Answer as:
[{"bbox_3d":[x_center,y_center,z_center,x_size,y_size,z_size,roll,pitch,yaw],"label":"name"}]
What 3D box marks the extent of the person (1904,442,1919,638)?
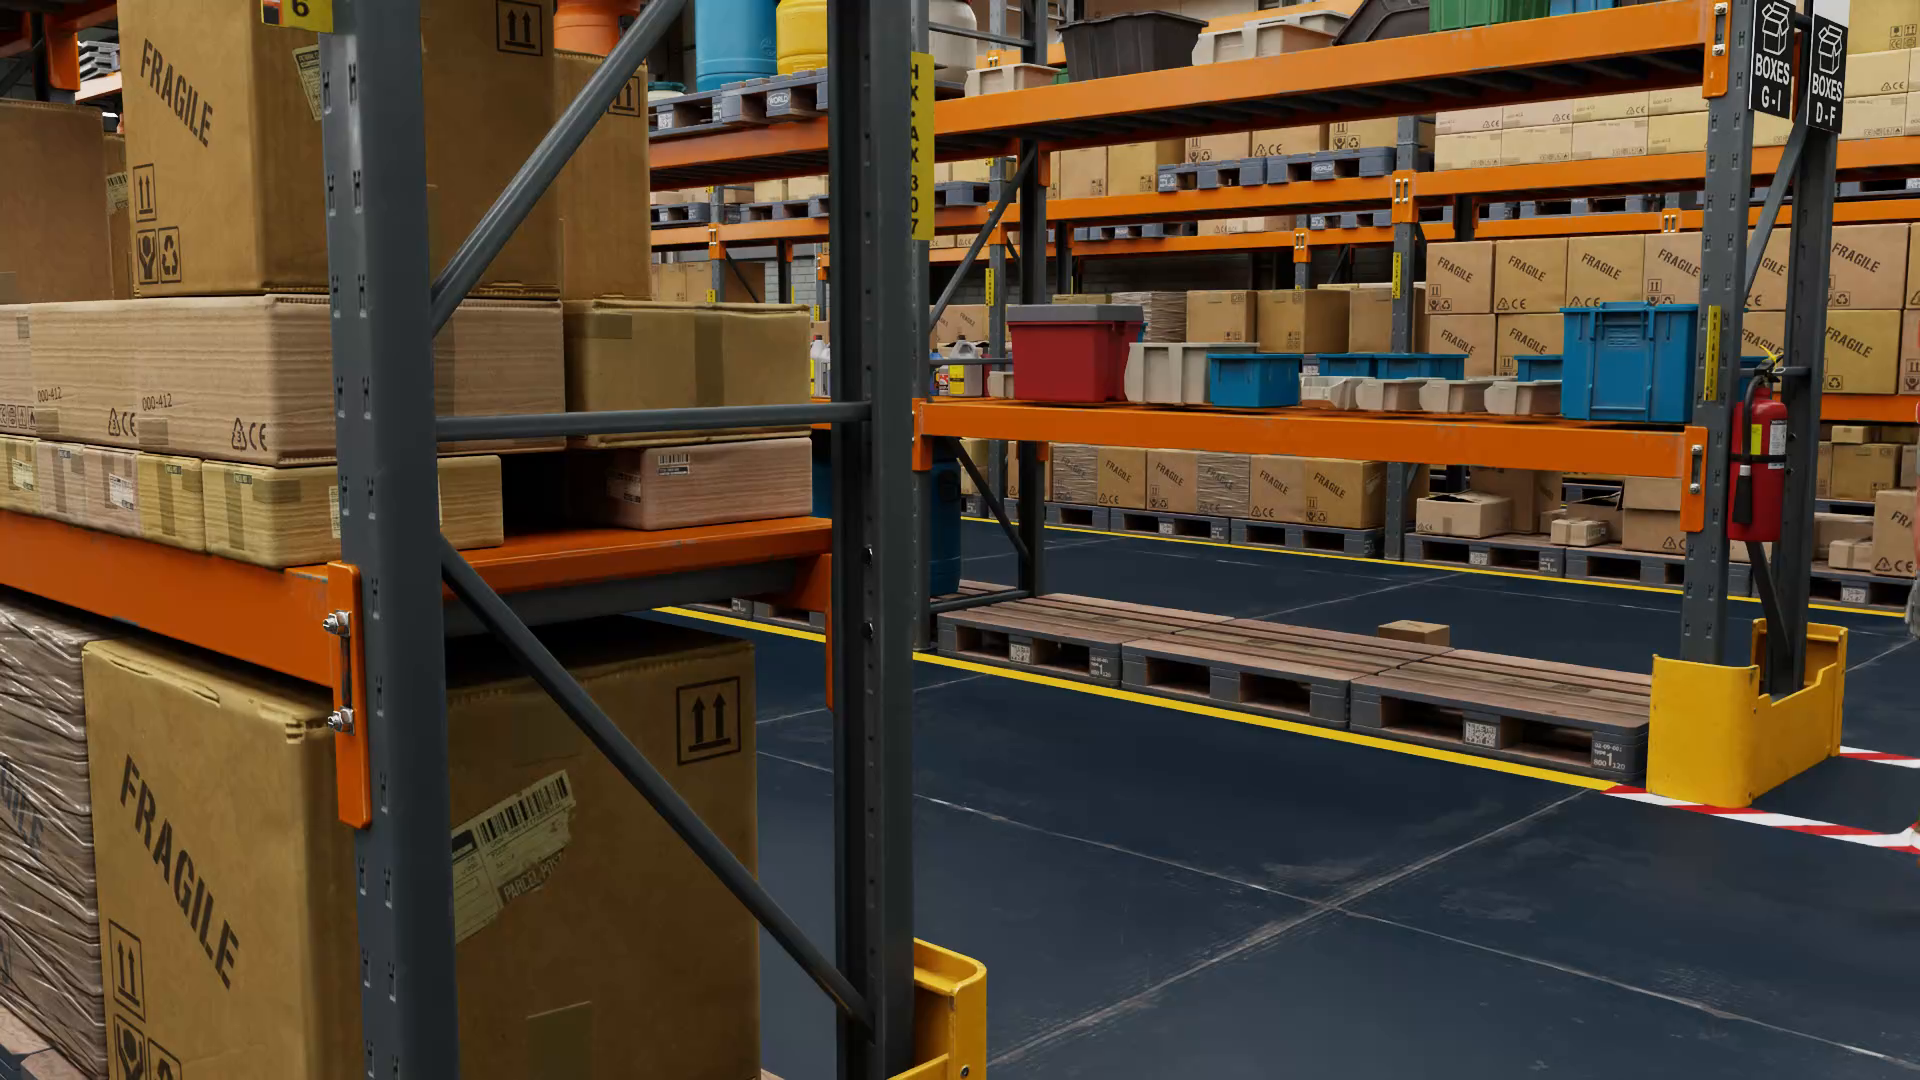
[{"bbox_3d":[2.974,0.178,4.627,0.467,1.798,0.717,0,7,0],"label":"person"}]
